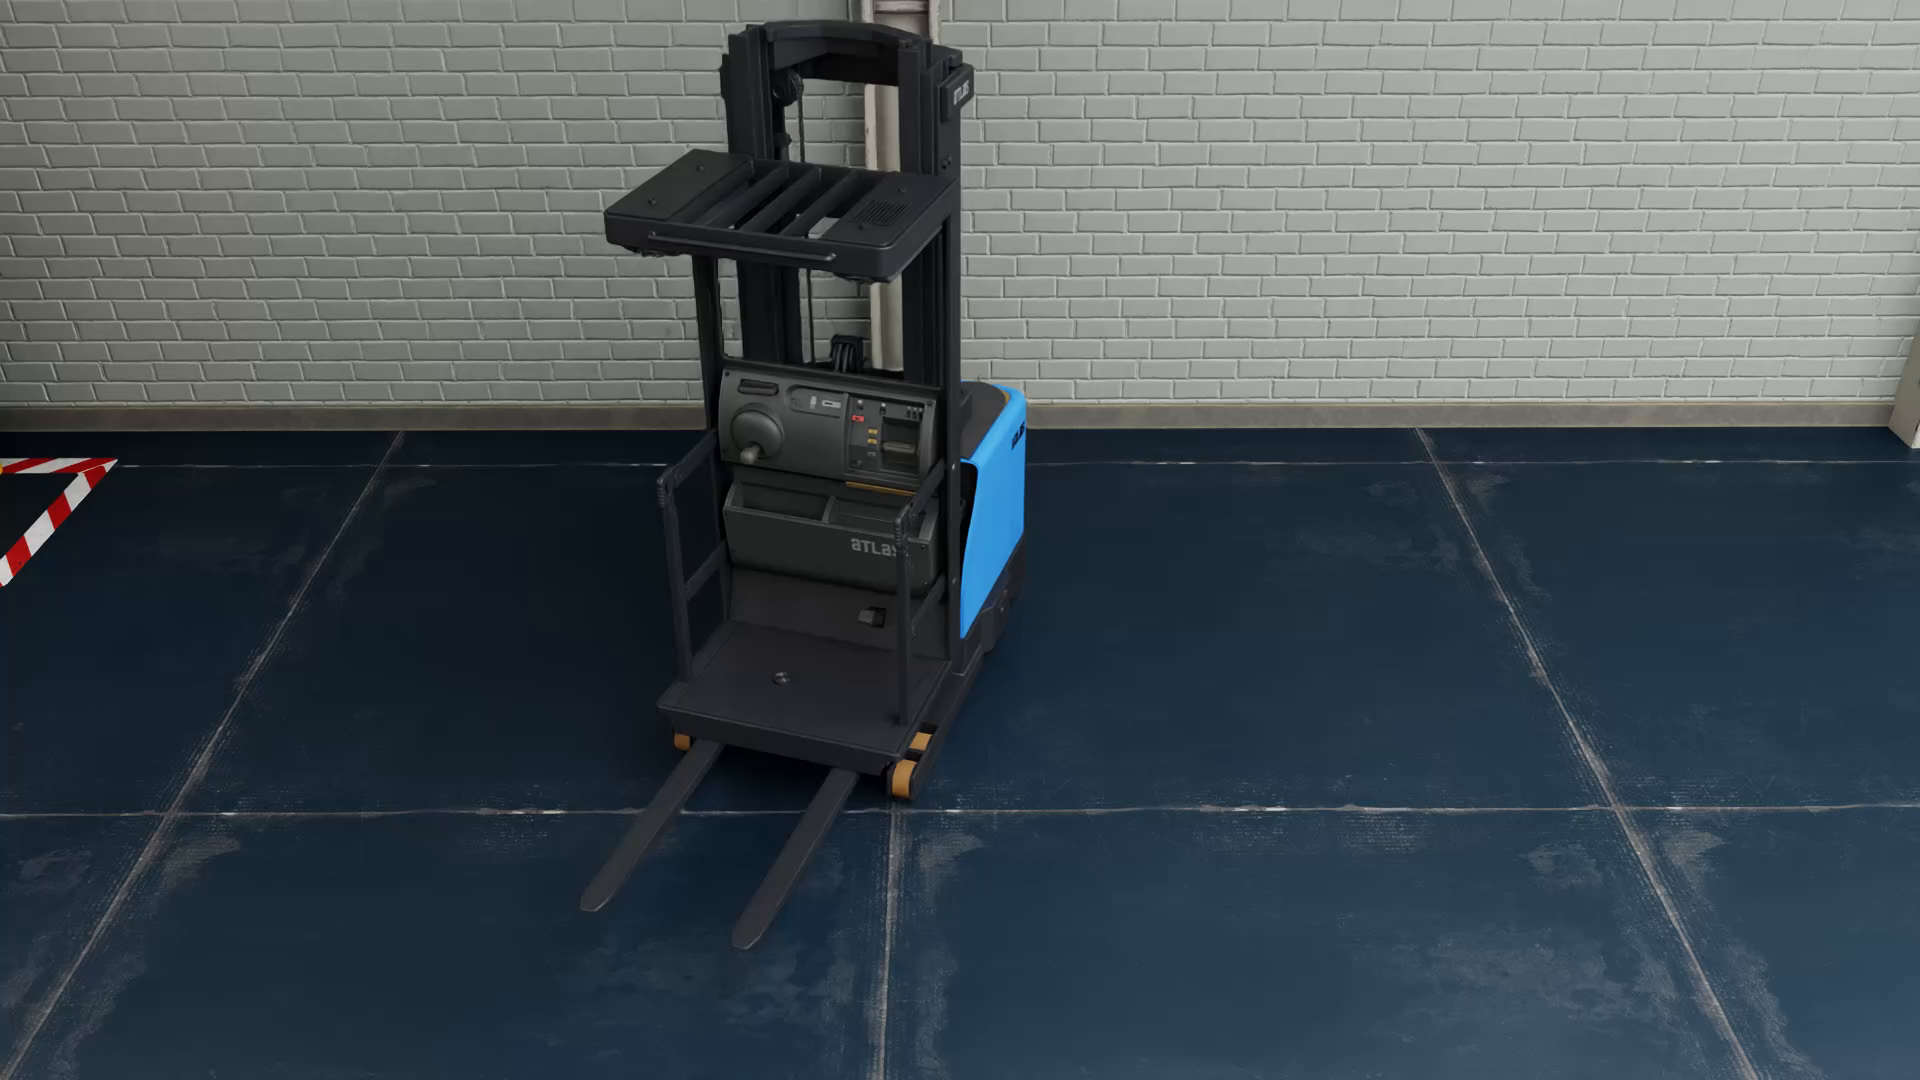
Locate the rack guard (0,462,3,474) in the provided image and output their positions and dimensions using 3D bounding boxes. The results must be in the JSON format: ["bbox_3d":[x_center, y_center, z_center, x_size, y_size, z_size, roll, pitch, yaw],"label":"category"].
[{"bbox_3d":[-5.571,-0.324,8.803,0.348,0.500,1.175,0,31,0],"label":"rack guard"}]

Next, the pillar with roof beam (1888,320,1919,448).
[{"bbox_3d":[5.729,-2.228,3.746,0.400,9.000,9.100,0,31,0],"label":"pillar with roof beam"}]

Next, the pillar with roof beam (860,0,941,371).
[{"bbox_3d":[-0.271,-2.209,3.715,0.400,9.000,9.100,0,31,0],"label":"pillar with roof beam"}]

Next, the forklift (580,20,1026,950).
[{"bbox_3d":[-0.611,-0.405,6.592,1.130,2.935,3.031,10,33,15],"label":"forklift"}]
